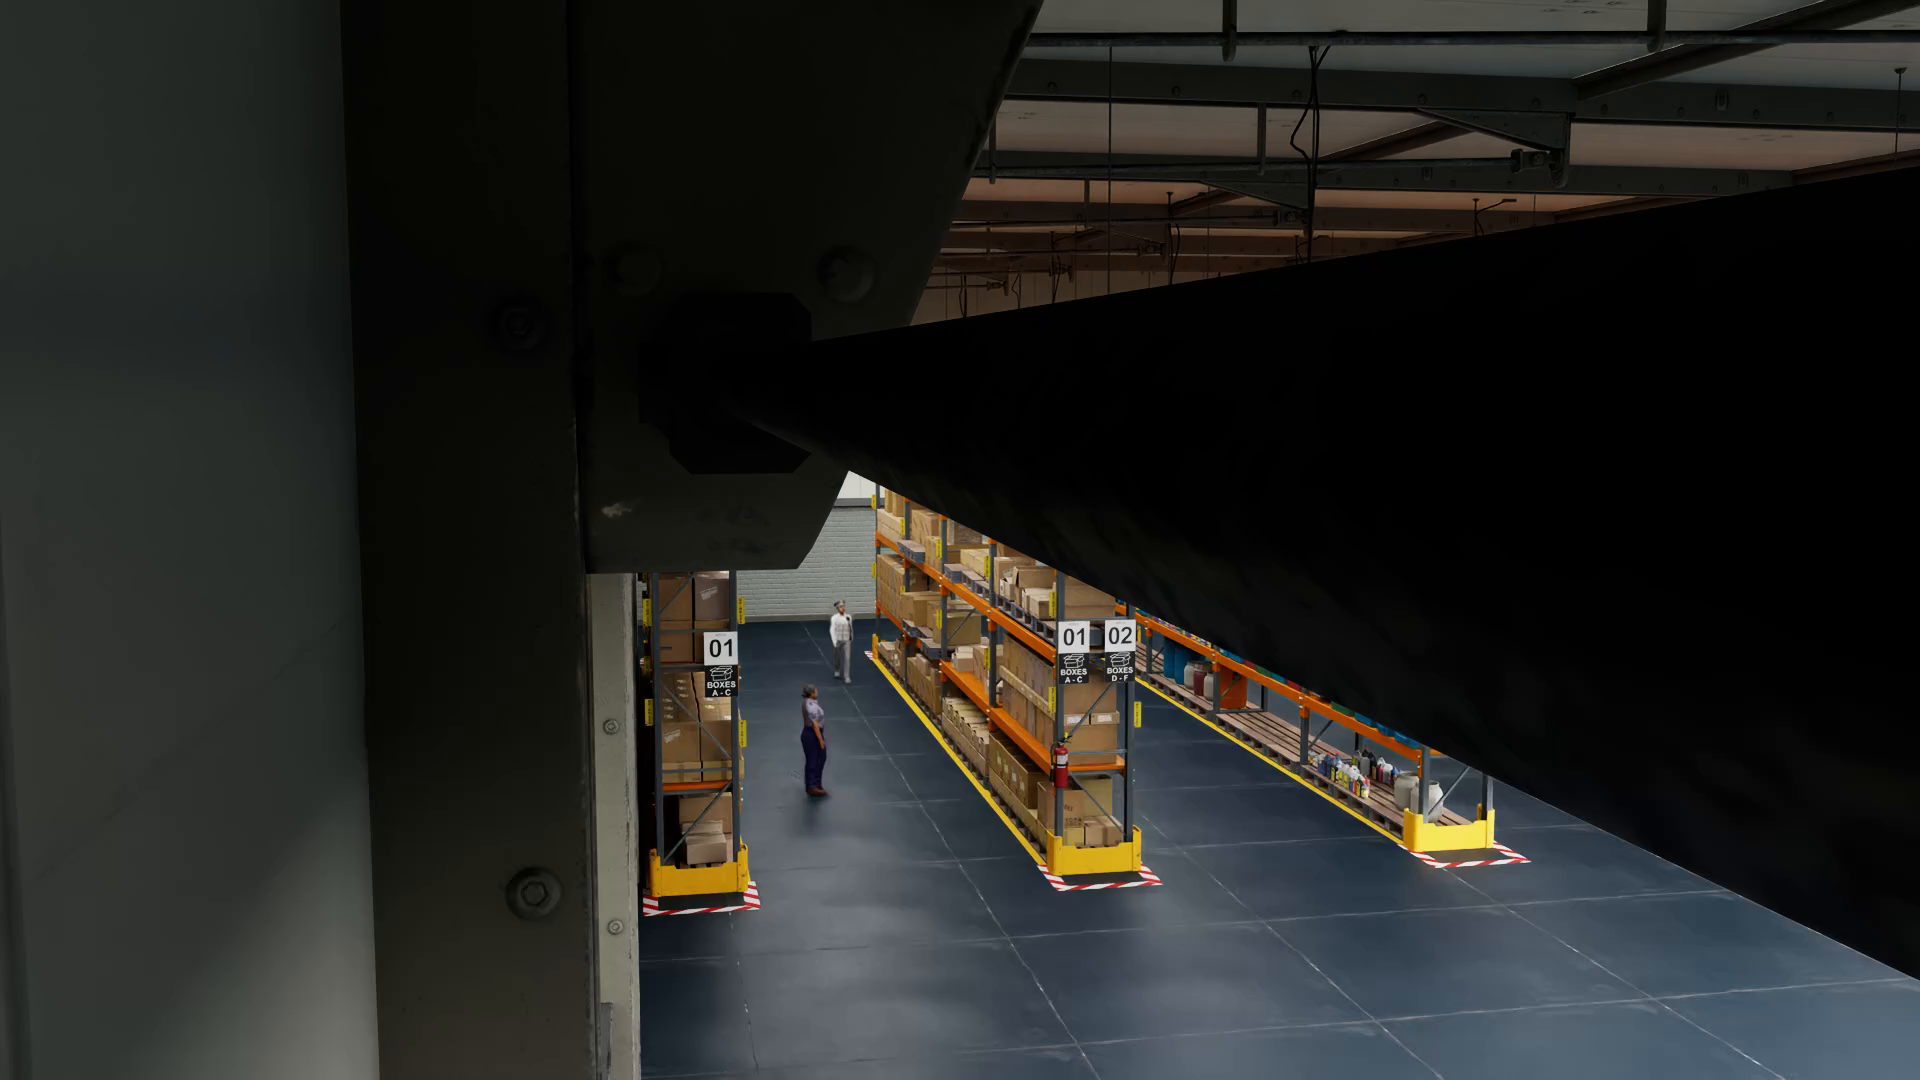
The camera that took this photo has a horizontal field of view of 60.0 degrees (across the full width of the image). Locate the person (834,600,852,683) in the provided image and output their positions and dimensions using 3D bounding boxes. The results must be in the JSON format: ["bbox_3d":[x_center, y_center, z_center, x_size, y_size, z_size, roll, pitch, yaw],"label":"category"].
[{"bbox_3d":[-2.366,2.043,33.761,0.349,1.629,0.958,-1,6,-10],"label":"person"}]

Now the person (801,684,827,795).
[{"bbox_3d":[-2.184,3.004,24.858,0.380,1.708,0.496,0,6,-1],"label":"person"}]
